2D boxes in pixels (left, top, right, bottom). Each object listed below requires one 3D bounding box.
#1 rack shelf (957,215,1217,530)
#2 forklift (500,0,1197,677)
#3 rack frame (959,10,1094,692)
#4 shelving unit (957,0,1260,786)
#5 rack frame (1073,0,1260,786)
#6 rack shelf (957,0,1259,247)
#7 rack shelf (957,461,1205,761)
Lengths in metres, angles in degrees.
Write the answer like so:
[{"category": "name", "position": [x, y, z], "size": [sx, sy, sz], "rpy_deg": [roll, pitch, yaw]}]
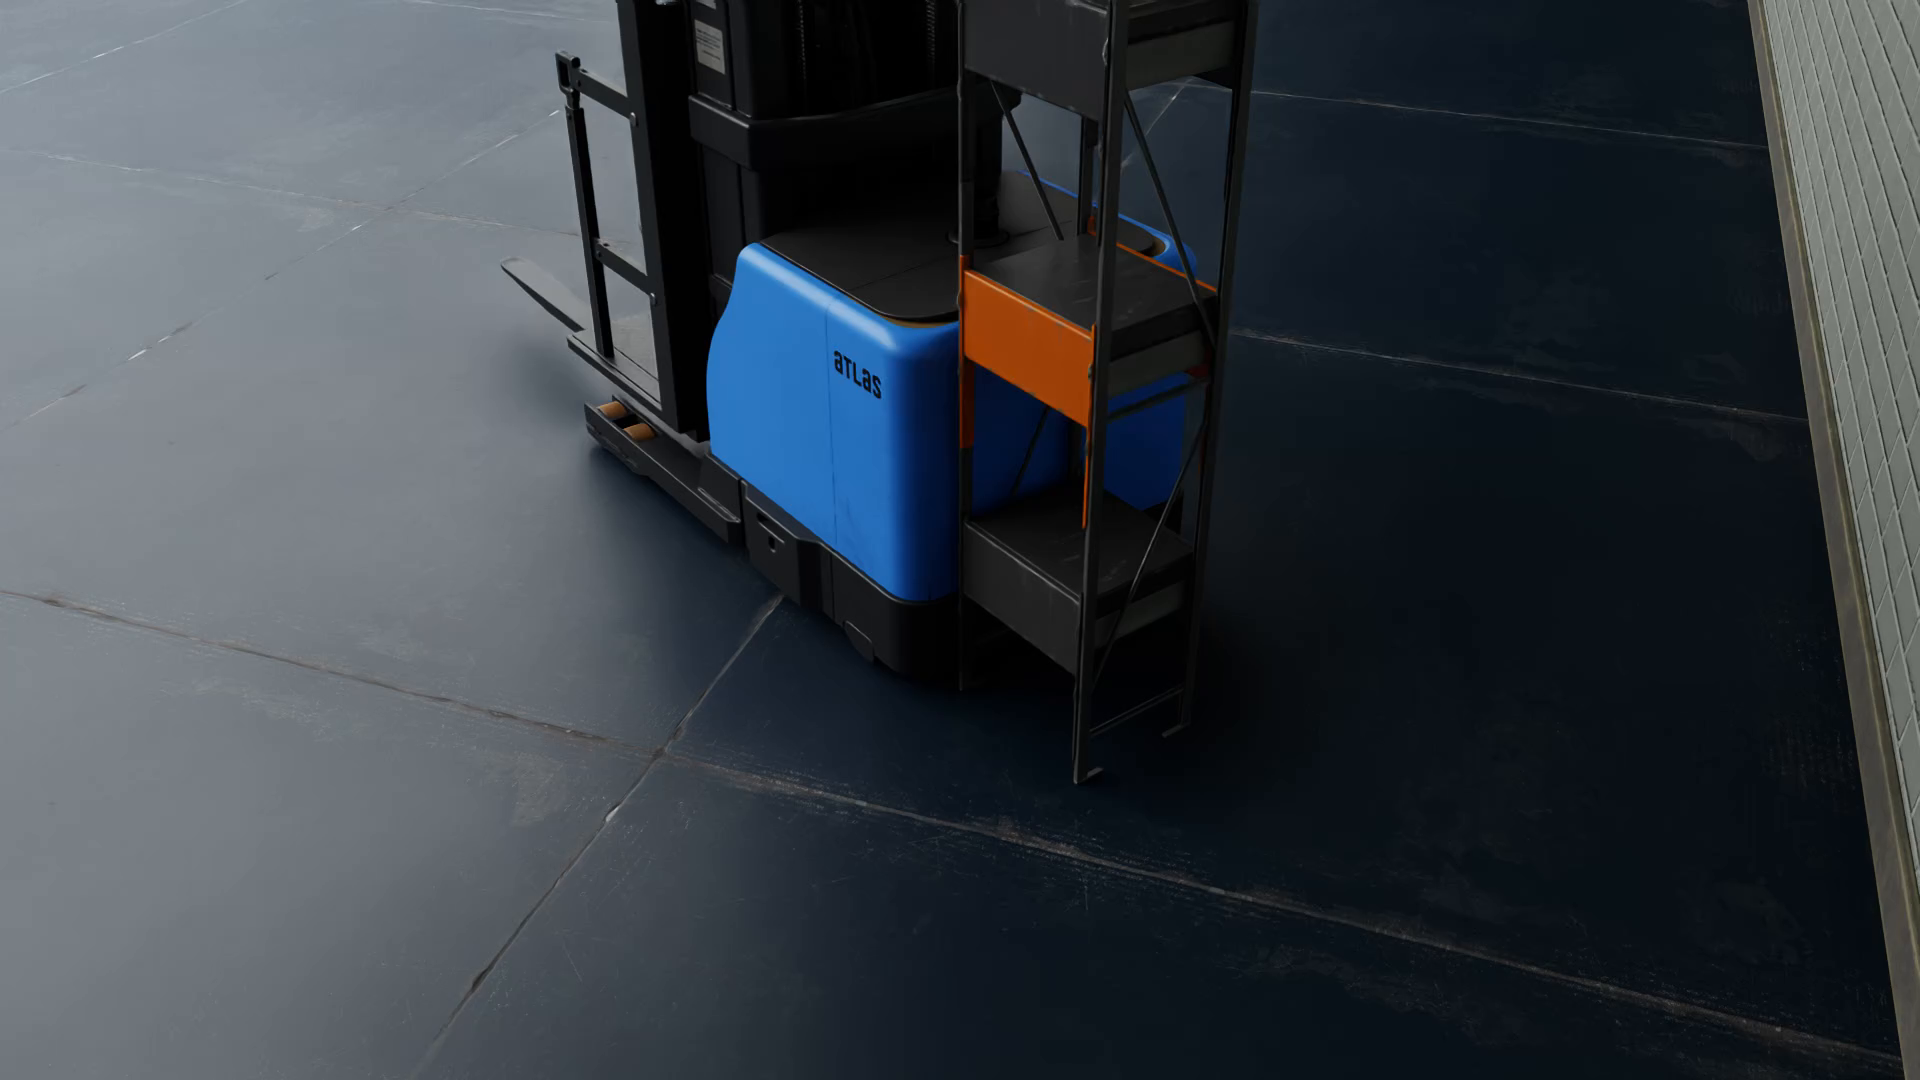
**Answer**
[{"category": "rack shelf", "position": [0.308, -0.412, 3.978], "size": [0.431, 0.518, 0.480], "rpy_deg": [-22, 39, -31]}, {"category": "forklift", "position": [-0.628, -1.600, 5.026], "size": [1.130, 2.935, 3.031], "rpy_deg": [-22, 39, -31]}, {"category": "rack frame", "position": [0.160, -0.529, 4.134], "size": [0.400, 2.100, 0.015], "rpy_deg": [-22, 39, -31]}, {"category": "shelving unit", "position": [0.308, -0.424, 3.970], "size": [0.431, 2.100, 0.503], "rpy_deg": [-22, 39, -31]}, {"category": "rack frame", "position": [0.455, -0.318, 3.807], "size": [0.400, 2.100, 0.015], "rpy_deg": [-22, 39, -31]}, {"category": "rack shelf", "position": [0.308, -1.000, 3.598], "size": [0.431, 0.518, 0.480], "rpy_deg": [-22, 39, -31]}, {"category": "rack shelf", "position": [0.308, 0.176, 4.358], "size": [0.431, 0.518, 0.480], "rpy_deg": [-22, 39, -31]}]
